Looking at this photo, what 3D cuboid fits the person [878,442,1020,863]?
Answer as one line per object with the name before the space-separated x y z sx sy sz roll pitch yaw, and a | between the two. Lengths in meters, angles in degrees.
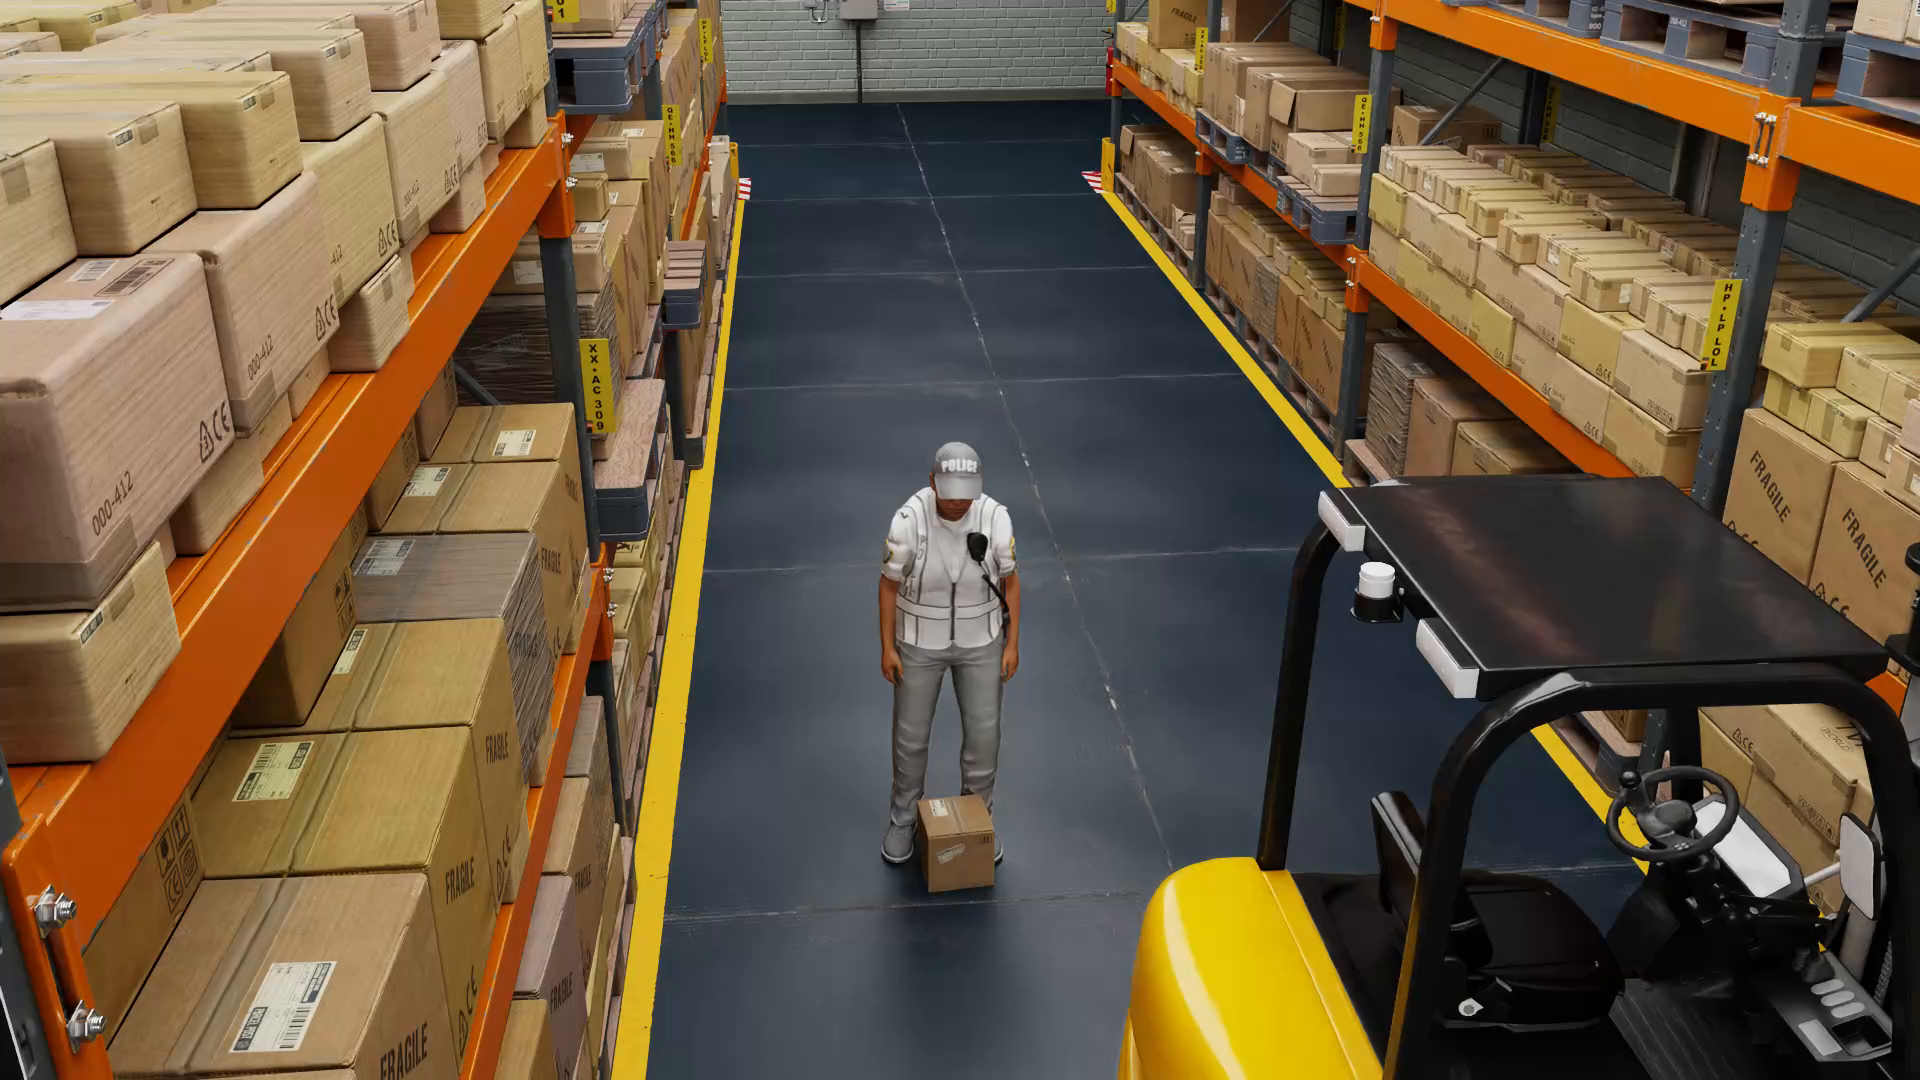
person | -0.042 0.405 6.177 0.538 1.666 0.464 -2 24 -5
